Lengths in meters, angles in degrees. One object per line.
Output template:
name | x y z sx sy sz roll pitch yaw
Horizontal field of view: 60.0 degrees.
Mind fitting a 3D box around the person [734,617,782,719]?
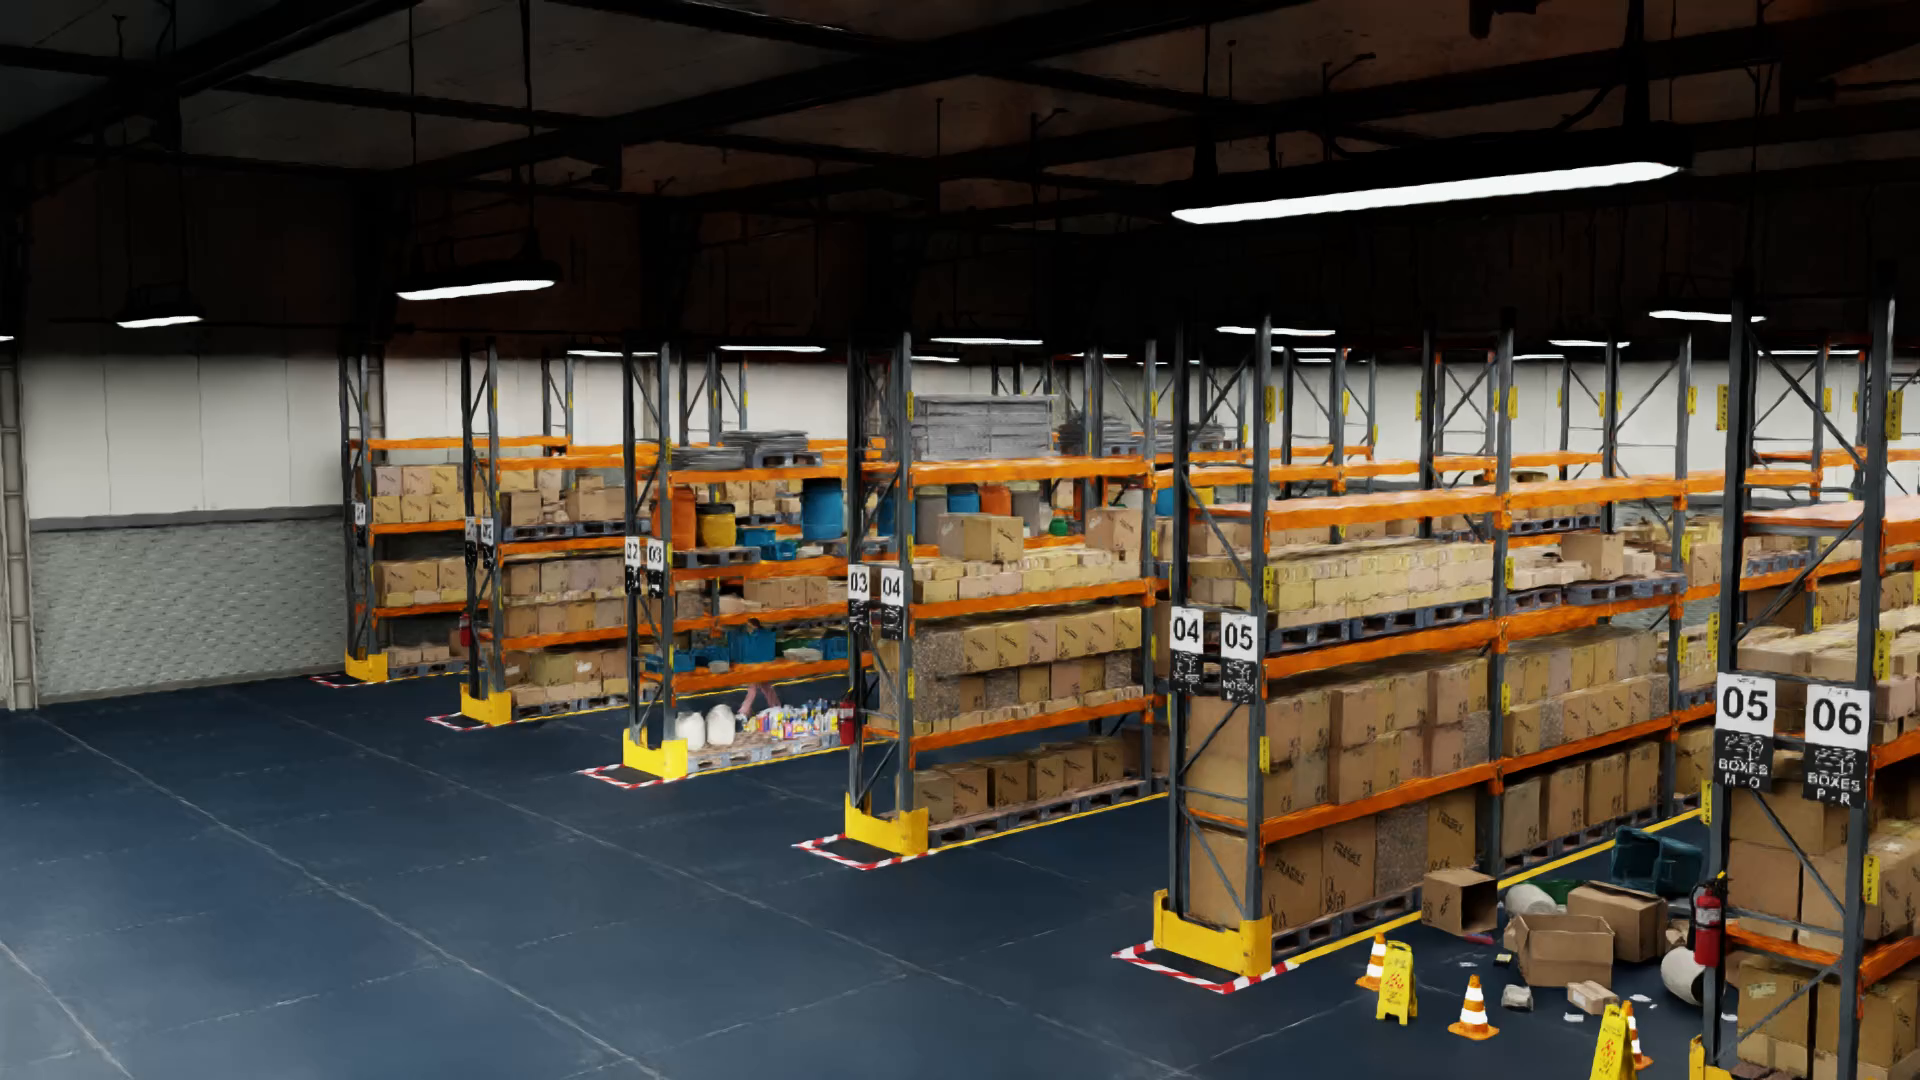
person | -3.246 1.996 26.283 1.099 1.586 0.451 -5 7 -44
